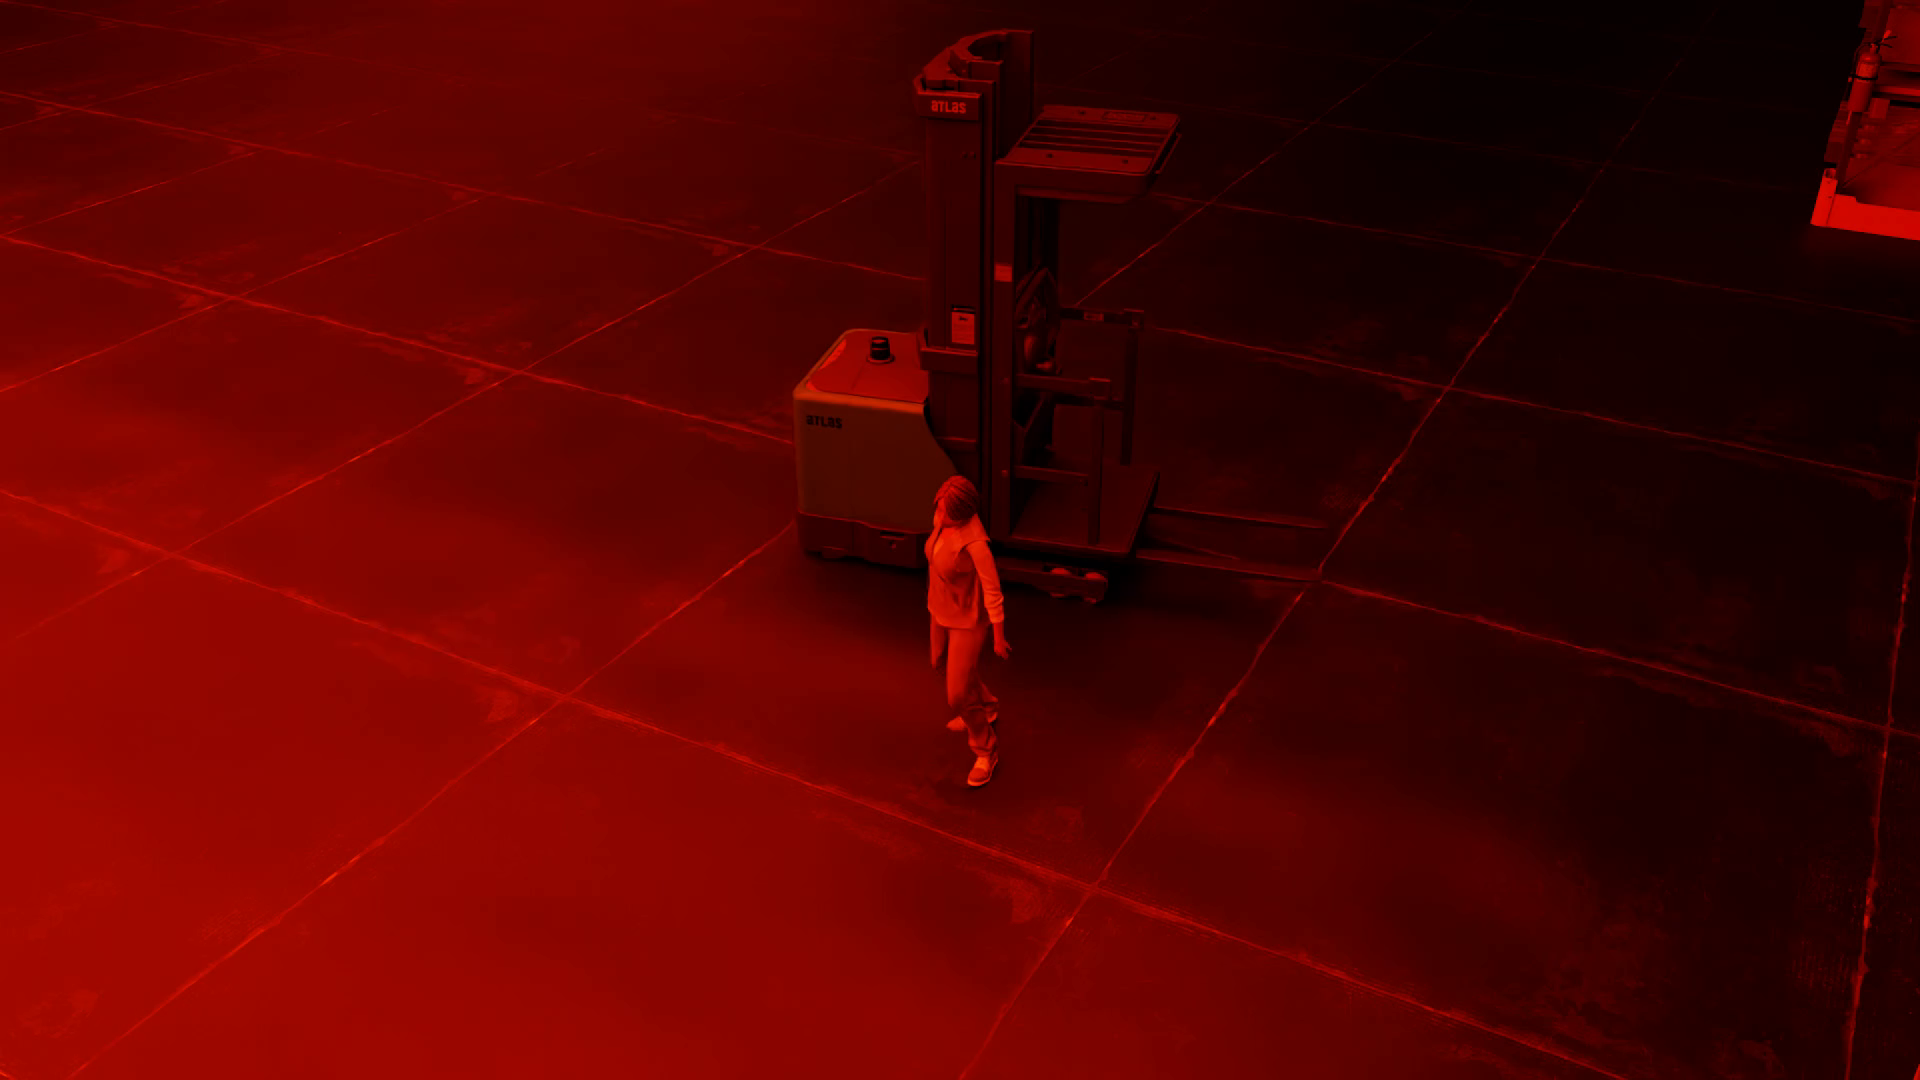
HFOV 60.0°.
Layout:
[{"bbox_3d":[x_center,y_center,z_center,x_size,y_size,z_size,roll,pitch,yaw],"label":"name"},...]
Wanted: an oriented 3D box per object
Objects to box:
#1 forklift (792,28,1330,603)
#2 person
[{"bbox_3d":[0.614,-1.212,9.171,3.031,2.935,1.130,8,31,13],"label":"forklift"},{"bbox_3d":[0.040,0.349,7.890,0.412,1.569,0.732,-12,32,-19],"label":"person"}]
